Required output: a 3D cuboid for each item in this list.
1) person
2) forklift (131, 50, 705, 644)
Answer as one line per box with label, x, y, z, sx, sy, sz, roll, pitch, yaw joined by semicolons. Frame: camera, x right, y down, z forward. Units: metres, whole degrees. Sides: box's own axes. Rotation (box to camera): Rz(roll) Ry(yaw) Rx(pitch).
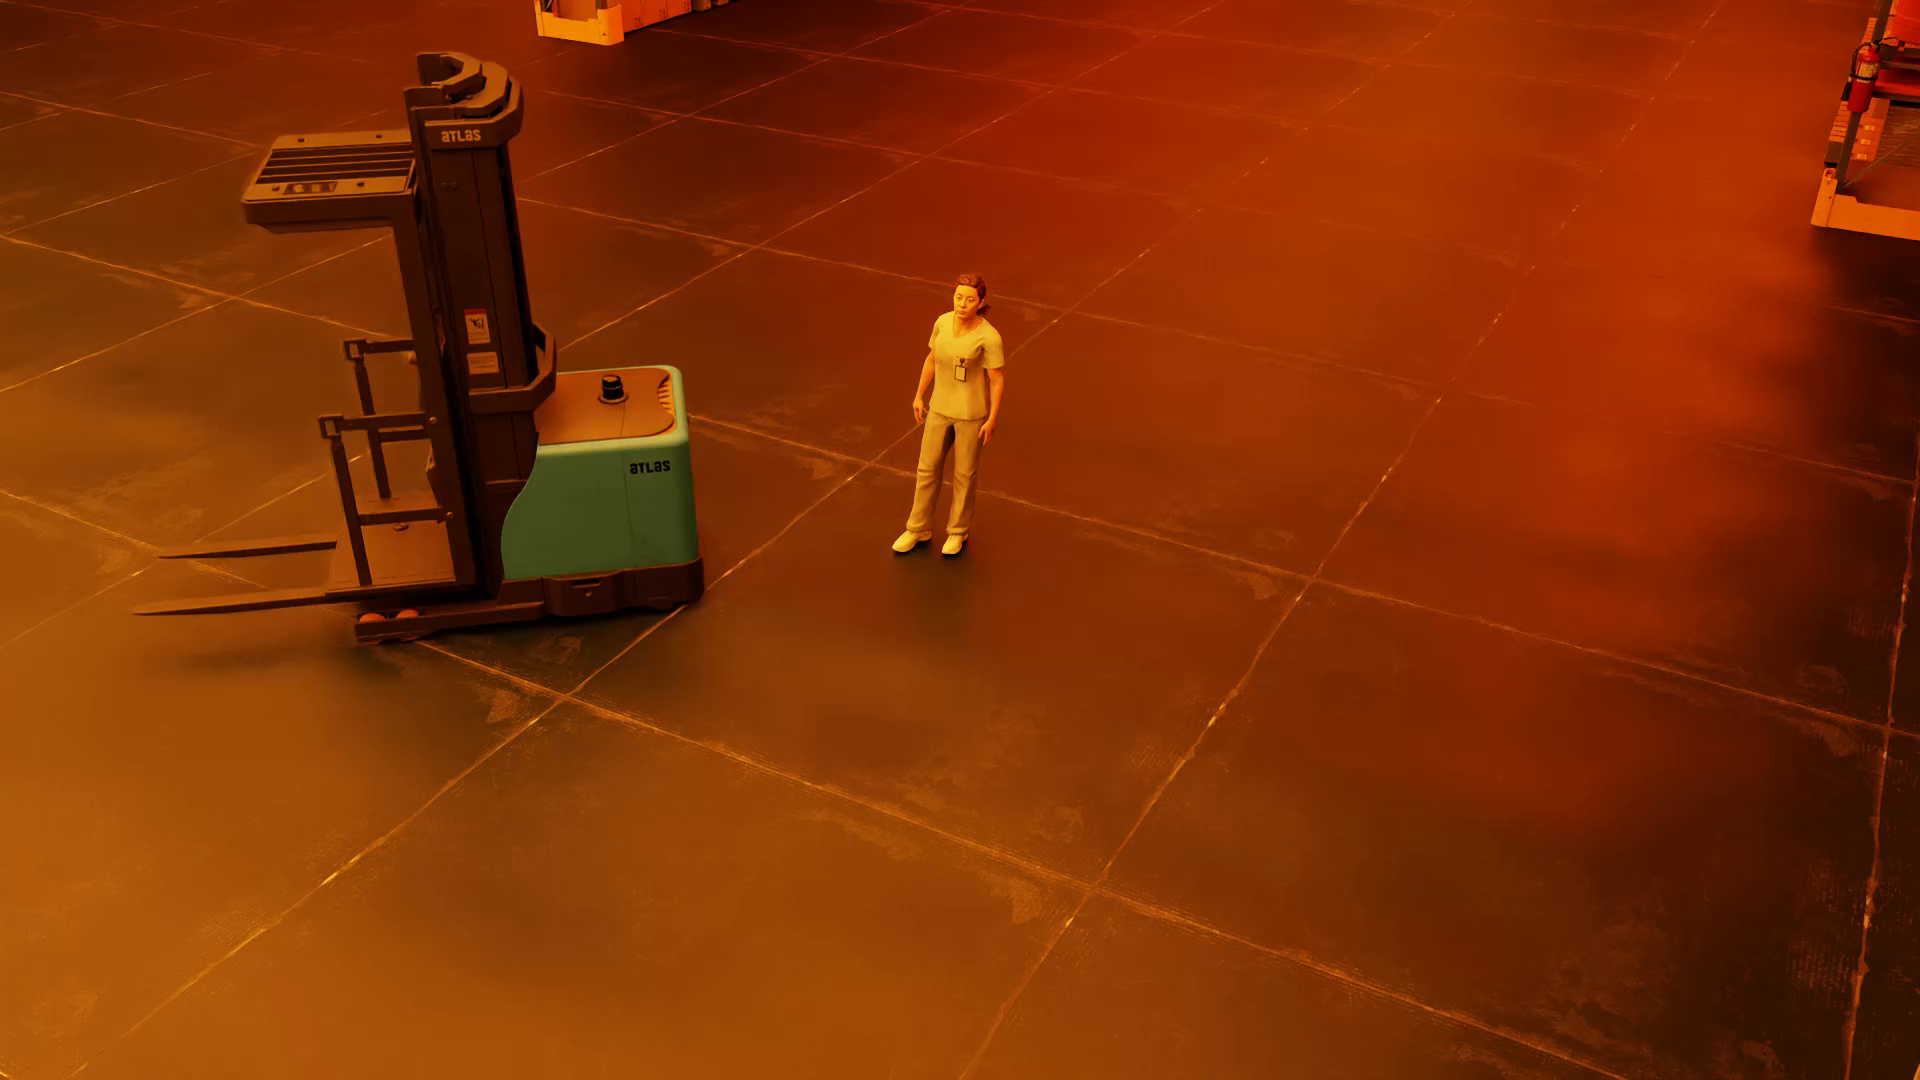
person;-0.021;-0.642;9.607;0.518;1.362;0.395;15;33;25
forklift;-3.003;-0.990;8.786;3.031;2.935;1.130;-5;30;-9
